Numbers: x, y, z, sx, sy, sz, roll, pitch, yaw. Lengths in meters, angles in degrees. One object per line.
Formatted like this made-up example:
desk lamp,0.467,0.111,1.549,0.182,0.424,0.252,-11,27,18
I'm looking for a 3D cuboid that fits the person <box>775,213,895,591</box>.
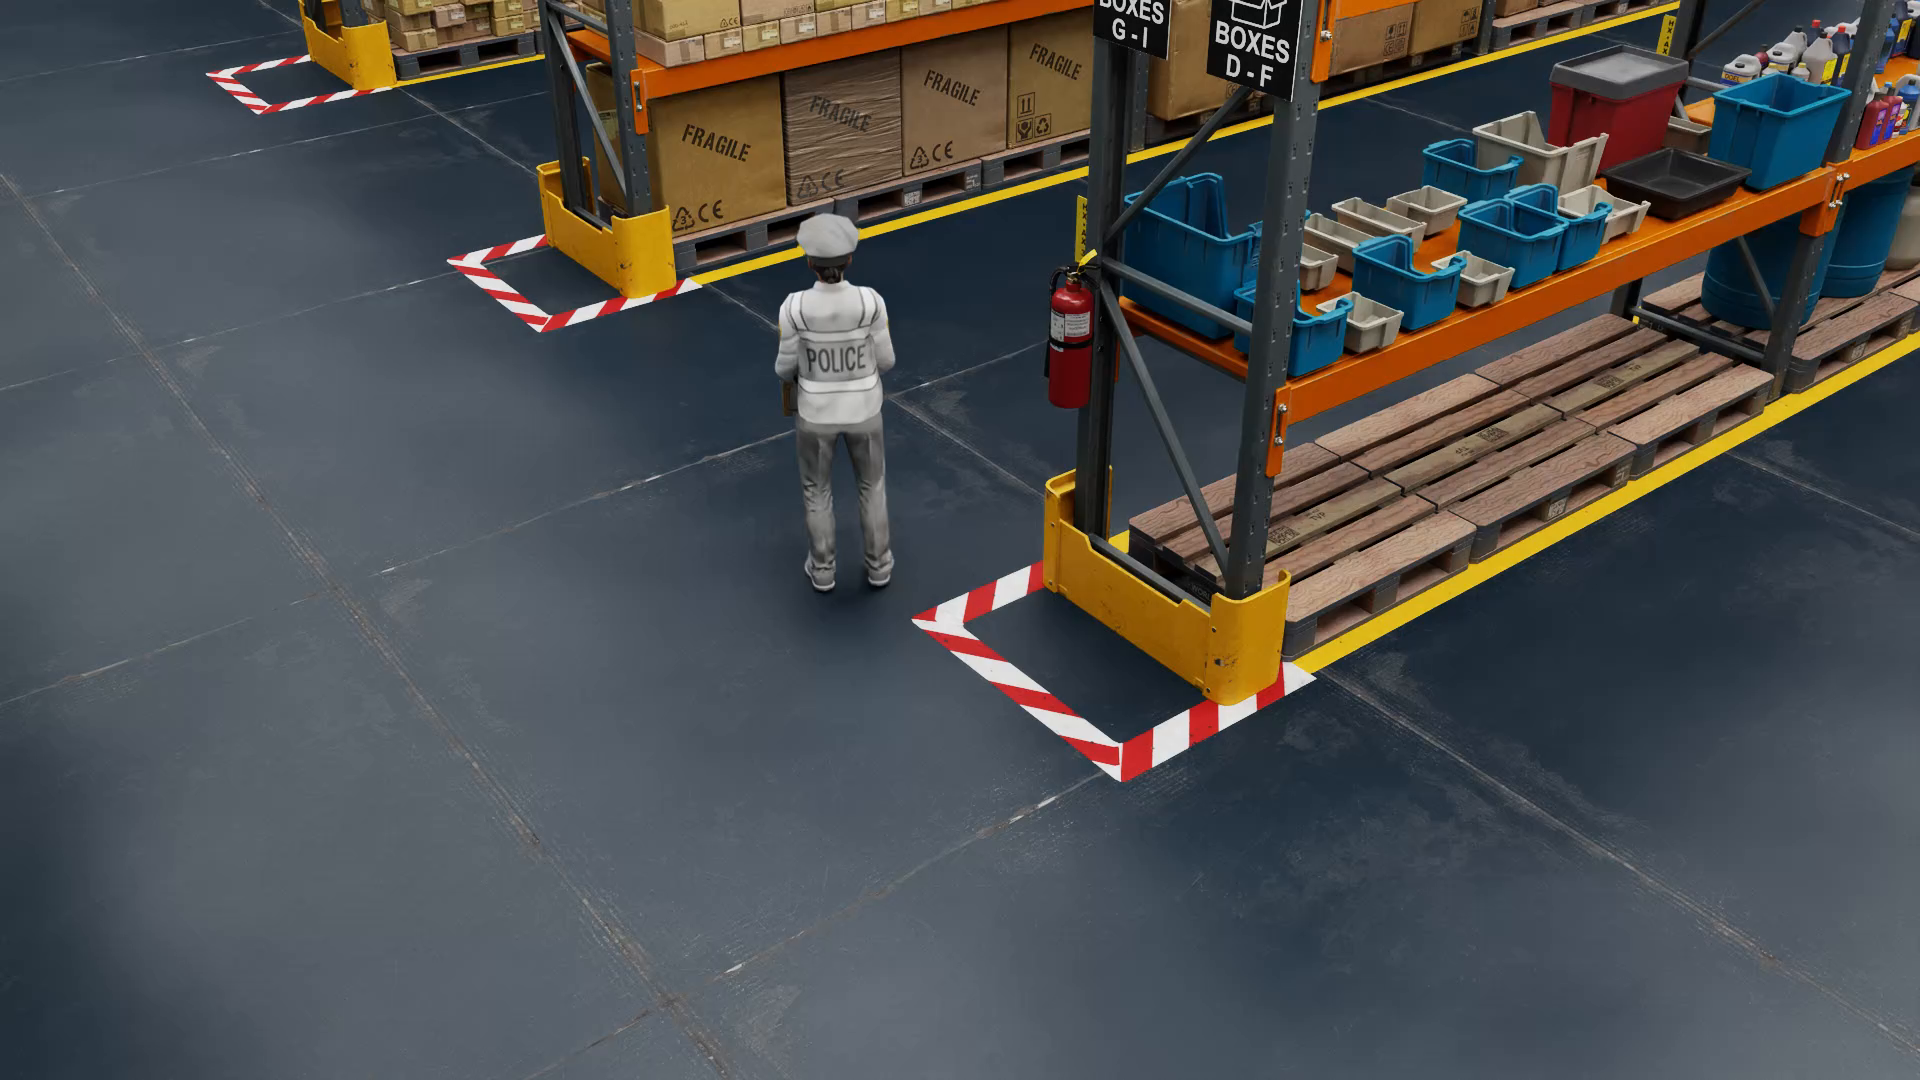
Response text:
person,-0.520,-0.569,7.008,0.495,1.689,0.452,-4,33,-7
